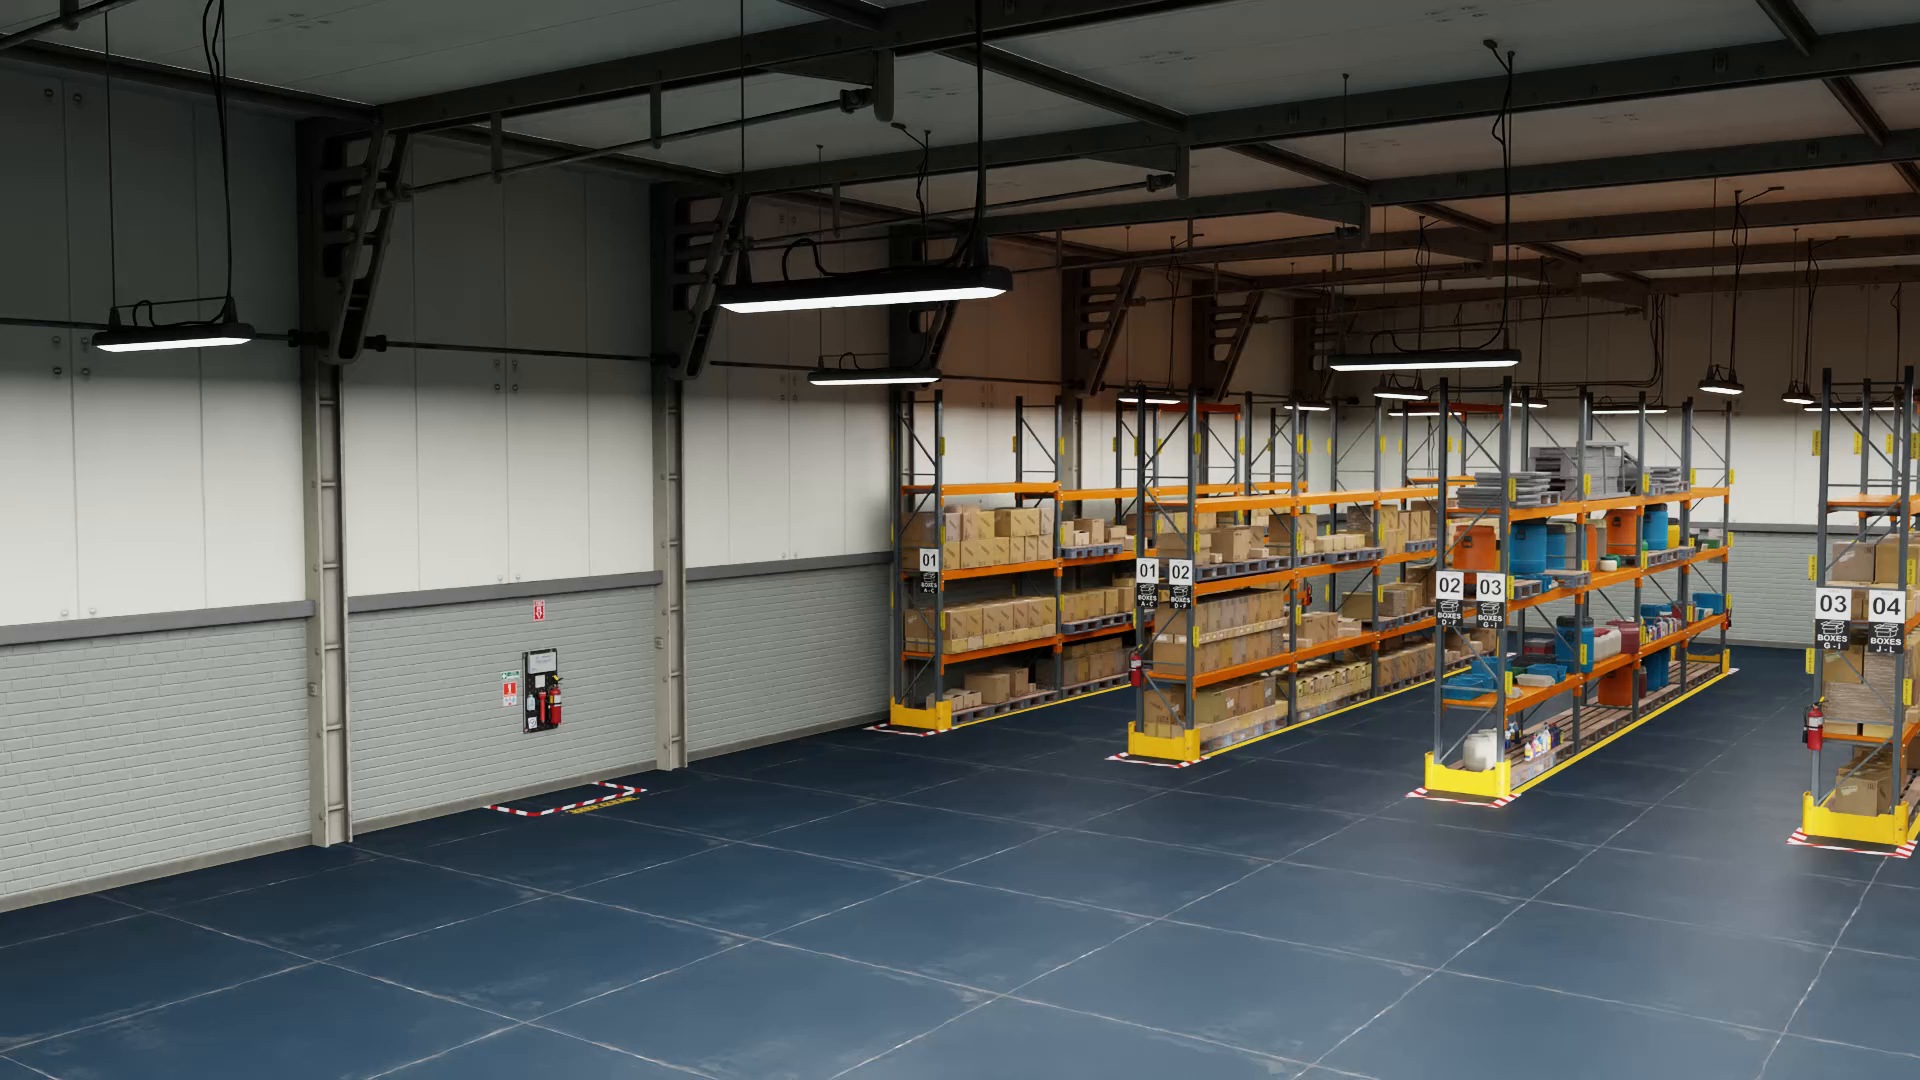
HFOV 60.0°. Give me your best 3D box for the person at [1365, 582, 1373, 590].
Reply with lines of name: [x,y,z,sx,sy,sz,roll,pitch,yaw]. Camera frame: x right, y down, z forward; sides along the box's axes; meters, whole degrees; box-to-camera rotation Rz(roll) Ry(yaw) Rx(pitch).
person: [10.251,1.849,41.241,0.488,1.633,0.872,2,4,33]

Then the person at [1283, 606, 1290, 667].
person: [7.100,2.192,35.938,0.637,1.580,0.749,3,4,44]
